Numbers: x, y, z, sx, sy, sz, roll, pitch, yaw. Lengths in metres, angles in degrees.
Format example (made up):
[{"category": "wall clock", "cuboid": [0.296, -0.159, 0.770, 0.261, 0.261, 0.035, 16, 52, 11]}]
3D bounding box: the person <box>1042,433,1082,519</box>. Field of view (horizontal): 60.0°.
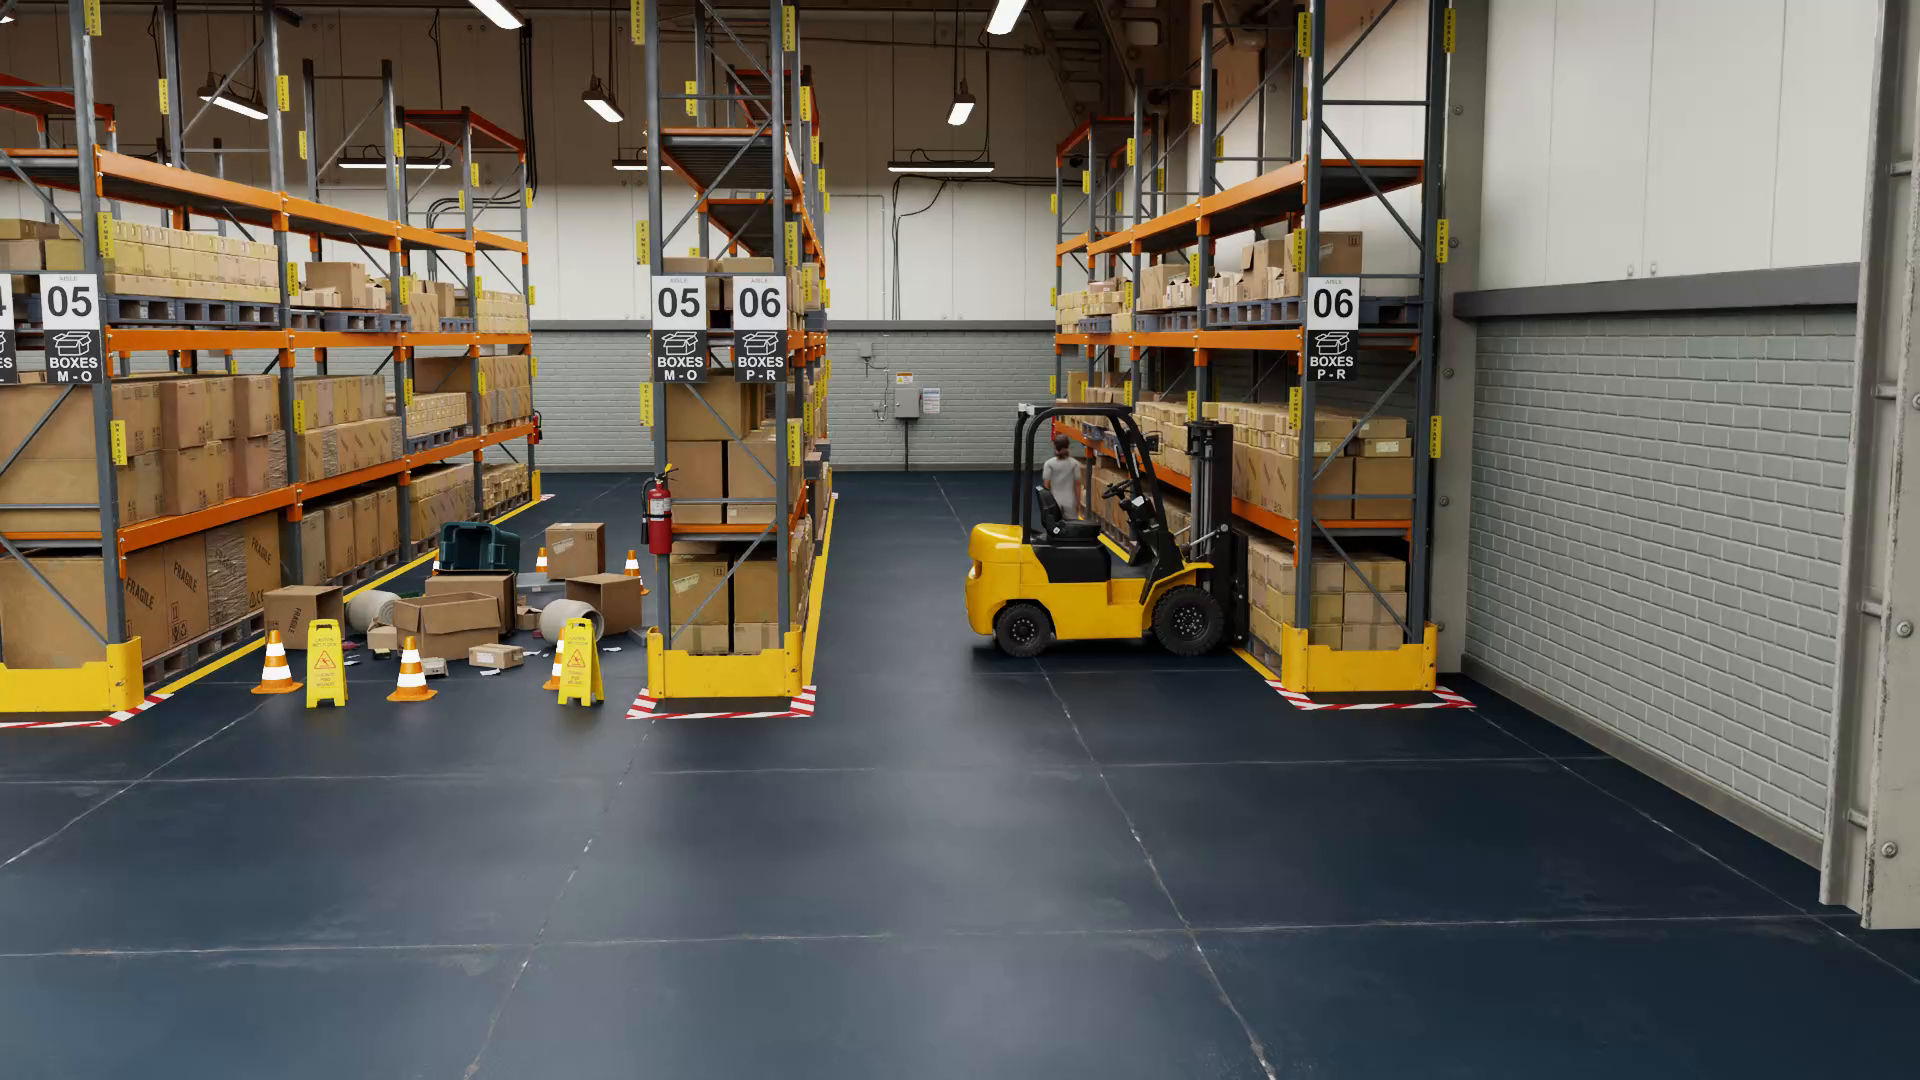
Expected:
[{"category": "person", "cuboid": [1.147, -0.372, 18.703, 0.445, 1.649, 0.743, 0, 7, -2]}]
